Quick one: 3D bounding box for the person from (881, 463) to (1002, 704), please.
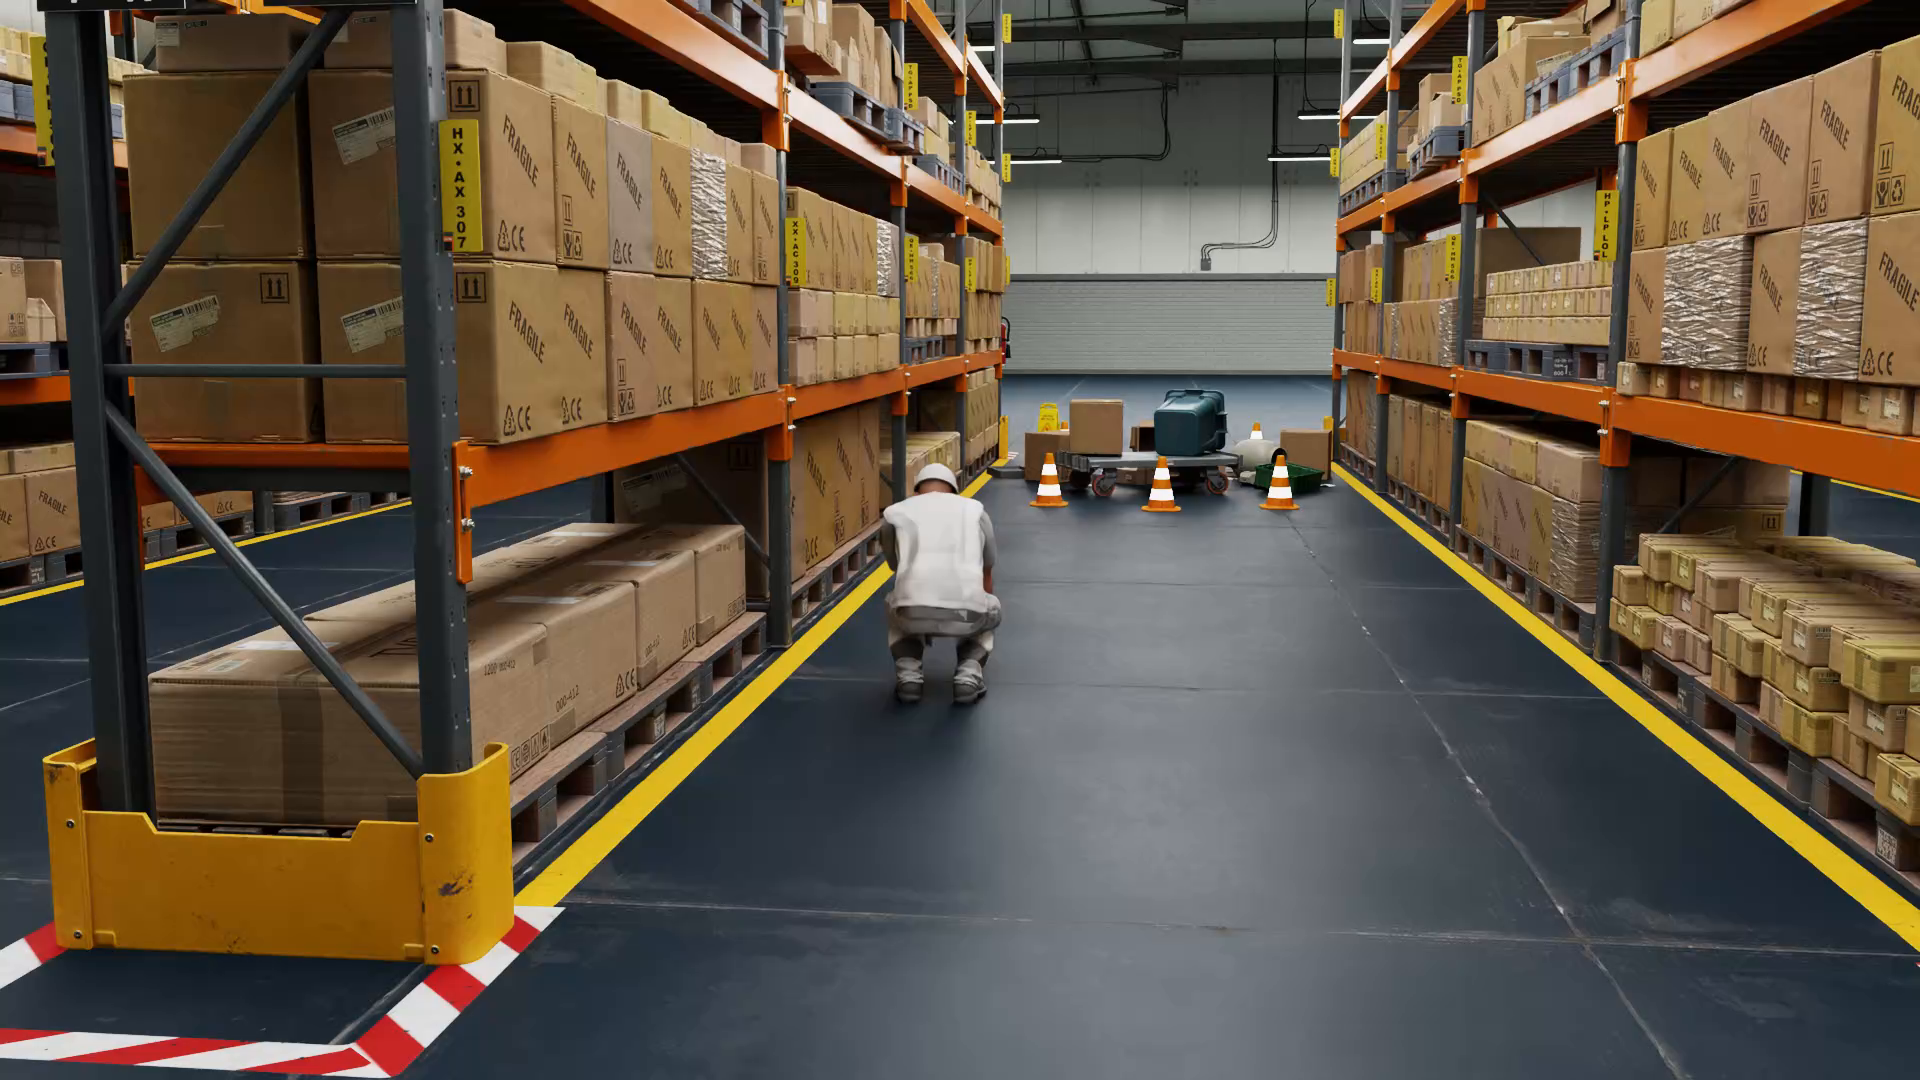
[{"bbox_3d":[-0.089,0.179,7.390,0.547,1.002,0.877,1,8,5],"label":"person"}]
